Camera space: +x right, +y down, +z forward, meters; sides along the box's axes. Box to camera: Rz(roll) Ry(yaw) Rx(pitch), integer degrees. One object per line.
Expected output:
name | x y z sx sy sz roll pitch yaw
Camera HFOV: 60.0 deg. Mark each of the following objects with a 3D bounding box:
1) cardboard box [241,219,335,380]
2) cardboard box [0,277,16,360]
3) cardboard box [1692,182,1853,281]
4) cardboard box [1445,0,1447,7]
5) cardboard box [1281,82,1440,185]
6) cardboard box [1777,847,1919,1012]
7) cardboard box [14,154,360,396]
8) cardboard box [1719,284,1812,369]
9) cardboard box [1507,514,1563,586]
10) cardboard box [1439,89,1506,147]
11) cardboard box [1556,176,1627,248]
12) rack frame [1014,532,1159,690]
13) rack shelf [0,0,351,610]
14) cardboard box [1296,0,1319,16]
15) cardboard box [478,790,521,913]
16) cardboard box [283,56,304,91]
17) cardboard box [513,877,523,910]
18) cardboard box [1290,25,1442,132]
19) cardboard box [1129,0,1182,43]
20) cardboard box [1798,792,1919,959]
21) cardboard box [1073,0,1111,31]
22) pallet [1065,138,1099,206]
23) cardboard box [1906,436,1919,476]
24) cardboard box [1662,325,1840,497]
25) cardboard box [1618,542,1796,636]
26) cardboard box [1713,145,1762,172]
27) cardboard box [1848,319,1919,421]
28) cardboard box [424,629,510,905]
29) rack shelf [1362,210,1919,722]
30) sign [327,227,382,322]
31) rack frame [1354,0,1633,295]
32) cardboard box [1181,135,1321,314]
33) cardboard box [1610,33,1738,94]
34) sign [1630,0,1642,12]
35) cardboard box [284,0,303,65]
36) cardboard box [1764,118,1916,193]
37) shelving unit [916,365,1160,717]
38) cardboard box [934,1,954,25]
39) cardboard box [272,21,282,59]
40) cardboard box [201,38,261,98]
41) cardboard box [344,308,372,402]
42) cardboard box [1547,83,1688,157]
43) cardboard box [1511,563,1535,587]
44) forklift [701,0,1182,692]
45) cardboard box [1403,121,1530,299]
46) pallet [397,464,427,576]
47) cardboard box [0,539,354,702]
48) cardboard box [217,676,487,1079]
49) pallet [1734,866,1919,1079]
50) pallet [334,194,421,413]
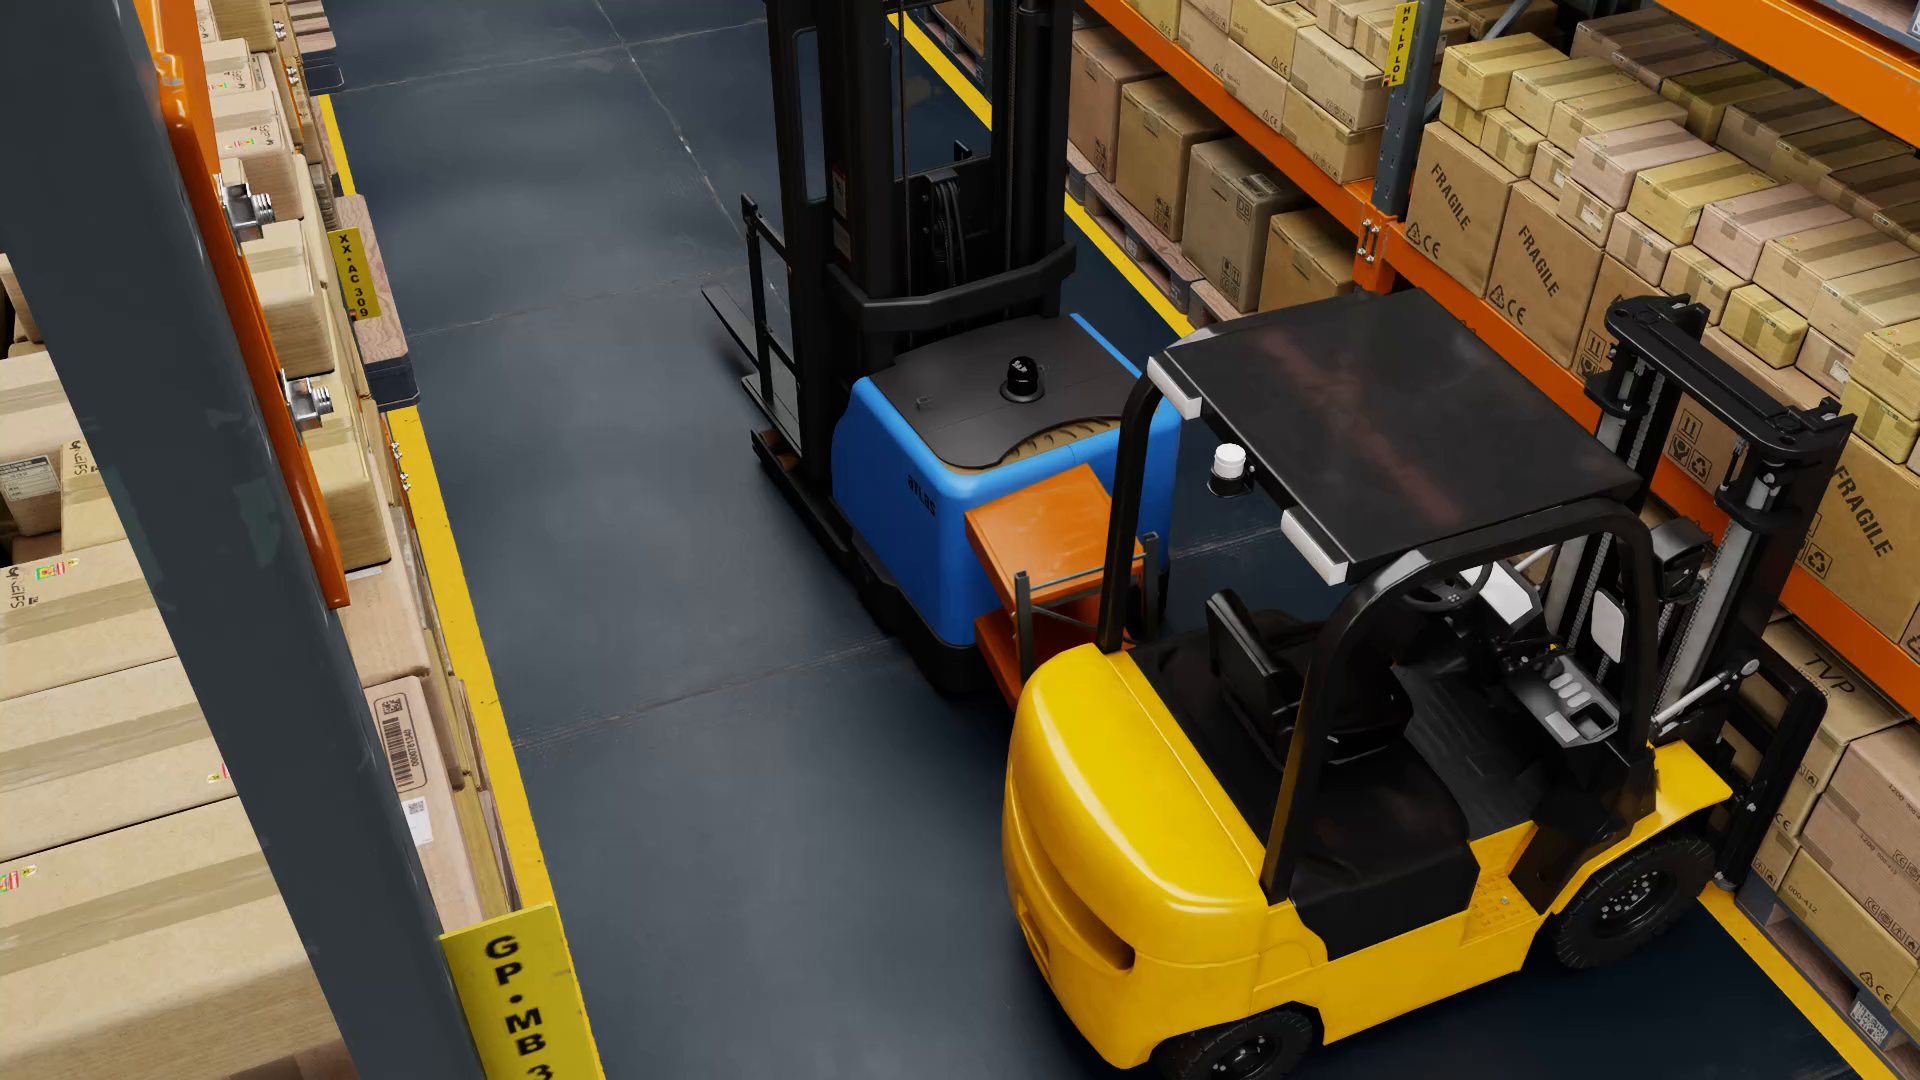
cardboard box | -1.217 -0.356 2.644 0.380 0.149 0.250 -14 43 -16
cardboard box | -1.919 -0.312 2.899 0.500 0.250 0.500 -15 43 -16
cardboard box | 2.583 -0.984 5.292 0.380 0.149 0.250 -15 43 -17
cardboard box | 2.179 -2.334 7.089 0.380 0.149 0.250 -16 43 -18
cardboard box | 1.735 -1.791 7.147 0.500 0.250 0.500 -14 43 -16
cardboard box | 3.046 1.177 5.368 0.500 0.250 0.500 -15 43 -17
cardboard box | -1.413 -0.447 3.055 0.500 0.250 0.500 -14 43 -16
cardboard box | 2.621 -0.700 5.189 0.380 0.149 0.250 -16 43 -18
cardboard box | 2.445 0.061 6.282 0.500 0.250 0.500 -15 43 -17
cardboard box | 2.048 -1.636 6.278 0.380 0.149 0.250 -16 43 -18
cardboard box | 2.300 -1.163 5.728 0.380 0.149 0.250 -14 43 -16
rack frame | 0.454 0.465 5.818 0.500 1.125 0.032 -16 43 -12
rack shelf | -1.650 -1.165 2.257 1.077 0.370 4.000 -15 43 -17
cardboard box | 1.673 -2.355 7.114 0.380 0.149 0.250 -15 43 -17
cardboard box | -1.549 1.132 4.844 0.500 0.500 0.500 -13 42 -15
cardboard box | -2.522 -1.335 5.875 0.500 0.500 0.500 -15 43 -17
cardboard box | -1.728 1.121 5.432 0.500 0.250 0.500 -16 43 -18
cardboard box | 1.745 -1.974 6.977 0.500 0.250 0.500 -16 43 -18
cardboard box | 1.171 -2.709 8.214 0.500 0.250 0.500 -14 43 -15
cardboard box | 3.043 0.974 5.221 0.500 0.250 0.500 -16 43 -17
cardboard box | 0.865 -2.899 9.820 0.875 0.625 0.625 -14 43 -16
pallet | 0.918 -2.456 9.945 1.003 0.211 1.213 -15 43 -17
cardboard box | 2.910 -0.242 4.657 0.380 0.149 0.250 -16 43 -18
cardboard box | 2.680 -0.393 5.329 0.500 0.500 0.500 -15 43 -17
cardboard box | 2.645 0.190 5.749 0.500 0.250 0.500 -16 43 -18
cardboard box | 2.886 -1.314 5.903 0.380 0.149 0.250 -15 43 -17
cardboard box | 2.787 -0.504 4.733 0.380 0.149 0.250 -14 43 -16
cardboard box | -1.409 0.613 3.932 0.500 0.500 0.500 -16 43 -18
rack shelf | 2.934 -0.132 5.655 1.077 0.370 4.000 -15 43 -17
sign | -1.917 -0.837 5.259 0.100 0.325 0.005 -15 43 -17
rack frame | 2.169 -1.610 6.821 1.000 3.000 0.127 -15 43 -17
cardboard box | 1.669 -1.650 8.367 0.875 0.625 0.625 -16 43 -17
cardboard box | 2.628 -1.728 6.157 0.380 0.149 0.250 -16 43 -18
sign | 2.681 -2.107 6.675 0.100 0.325 0.005 -15 43 -17
cardboard box | -3.113 -2.272 6.964 0.500 0.500 0.500 -18 44 -20
cardboard box | 2.976 -1.275 5.630 0.380 0.149 0.250 -16 43 -18
shelving unit | 0.286 0.151 6.181 0.538 1.125 1.048 -16 43 -12
cardboard box | 0.096 -3.736 10.889 0.500 0.500 0.500 -16 43 -17
cardboard box | -1.997 -1.363 4.120 0.500 0.250 0.500 -15 43 -17
cardboard box | -1.534 -0.812 3.175 0.380 0.149 0.250 -15 43 -16
cardboard box | -2.016 -0.314 5.010 0.500 0.500 0.500 -16 43 -18
cardboard box | 2.306 -1.454 5.838 0.380 0.149 0.250 -16 43 -18
cardboard box | 2.468 0.255 6.439 0.500 0.250 0.500 -14 43 -16
forklift | -0.298 -1.472 6.714 1.130 2.935 3.031 -19 44 -21
cardboard box | 2.098 -1.315 6.402 0.500 0.500 0.500 -16 43 -18
pallet | -2.715 0.219 6.833 1.003 0.211 1.213 -15 43 -17
cardboard box | -0.982 0.117 2.094 0.380 0.149 0.250 -15 43 -17
cardboard box | -0.831 0.478 1.980 0.500 0.250 0.500 -16 43 -18
pallet | 3.368 1.407 5.452 1.003 0.211 1.213 -15 43 -17
pallet | -2.574 -0.793 6.019 1.003 0.211 1.213 -15 43 -17
